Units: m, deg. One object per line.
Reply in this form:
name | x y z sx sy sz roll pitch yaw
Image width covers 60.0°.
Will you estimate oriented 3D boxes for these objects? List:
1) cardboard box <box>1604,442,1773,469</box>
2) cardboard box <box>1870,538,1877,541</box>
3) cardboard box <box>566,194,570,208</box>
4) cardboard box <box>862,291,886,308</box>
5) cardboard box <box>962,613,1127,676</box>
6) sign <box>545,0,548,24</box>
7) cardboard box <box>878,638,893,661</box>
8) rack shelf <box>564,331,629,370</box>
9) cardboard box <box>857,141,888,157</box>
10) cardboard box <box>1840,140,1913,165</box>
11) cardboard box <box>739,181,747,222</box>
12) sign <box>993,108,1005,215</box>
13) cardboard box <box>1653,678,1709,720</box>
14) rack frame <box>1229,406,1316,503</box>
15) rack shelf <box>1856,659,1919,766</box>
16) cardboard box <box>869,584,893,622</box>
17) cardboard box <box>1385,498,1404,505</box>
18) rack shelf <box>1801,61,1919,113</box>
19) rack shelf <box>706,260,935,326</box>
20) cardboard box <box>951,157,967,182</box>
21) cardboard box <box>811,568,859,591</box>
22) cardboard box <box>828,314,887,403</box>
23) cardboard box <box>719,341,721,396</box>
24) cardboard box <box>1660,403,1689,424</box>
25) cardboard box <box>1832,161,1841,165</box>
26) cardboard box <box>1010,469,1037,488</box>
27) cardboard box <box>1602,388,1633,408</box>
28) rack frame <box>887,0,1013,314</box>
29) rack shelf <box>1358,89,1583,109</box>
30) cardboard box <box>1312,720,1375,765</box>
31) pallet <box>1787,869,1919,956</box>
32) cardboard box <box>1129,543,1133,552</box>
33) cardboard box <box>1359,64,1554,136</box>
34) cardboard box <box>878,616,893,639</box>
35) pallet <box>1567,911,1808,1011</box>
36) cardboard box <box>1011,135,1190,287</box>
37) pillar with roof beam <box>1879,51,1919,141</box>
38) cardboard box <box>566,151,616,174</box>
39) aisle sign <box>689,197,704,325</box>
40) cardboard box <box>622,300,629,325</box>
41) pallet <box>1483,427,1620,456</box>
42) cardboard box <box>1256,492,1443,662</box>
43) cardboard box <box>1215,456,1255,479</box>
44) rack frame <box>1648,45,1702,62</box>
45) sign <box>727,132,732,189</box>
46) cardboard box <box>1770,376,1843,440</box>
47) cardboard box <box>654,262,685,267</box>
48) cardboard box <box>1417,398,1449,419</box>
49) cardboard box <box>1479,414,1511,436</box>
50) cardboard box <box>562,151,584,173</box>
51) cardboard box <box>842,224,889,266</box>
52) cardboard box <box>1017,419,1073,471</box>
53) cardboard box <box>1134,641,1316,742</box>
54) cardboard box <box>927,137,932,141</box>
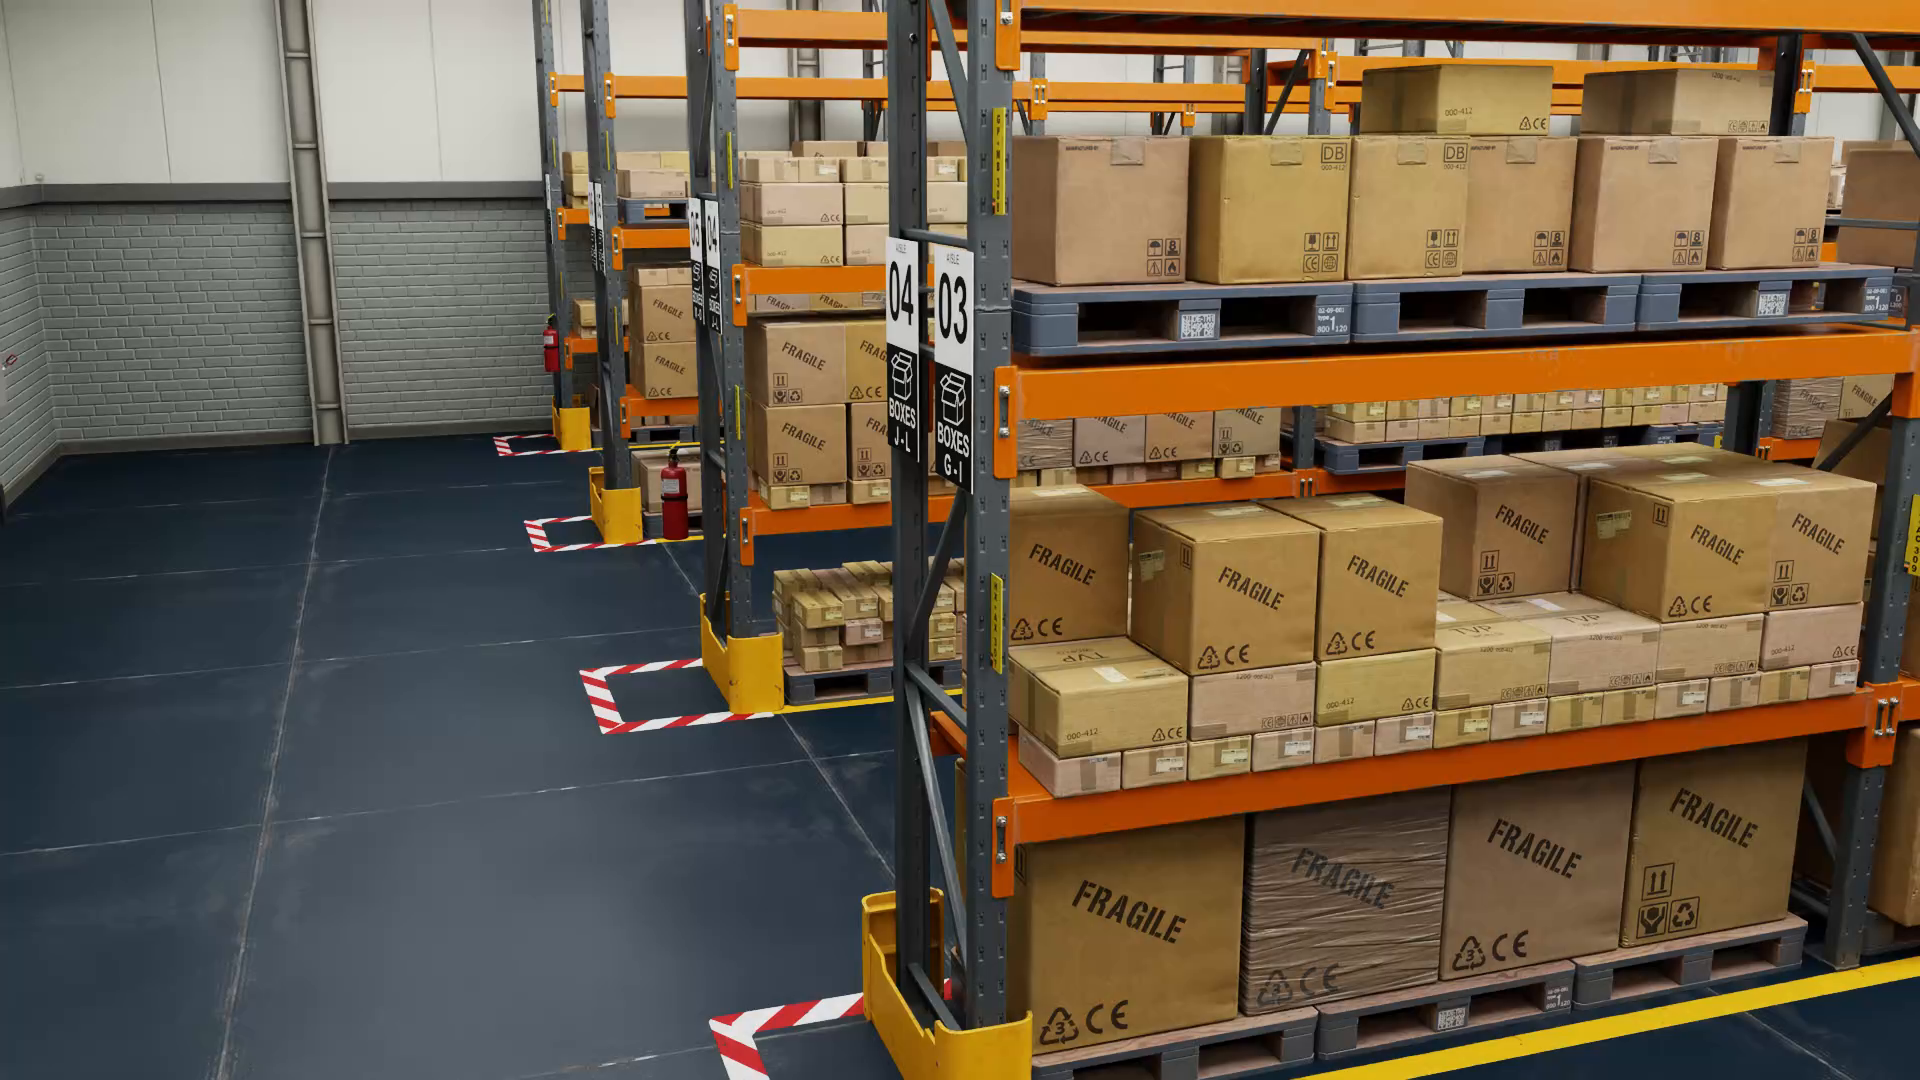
cardboard box | 3.206 -0.136 7.400 0.500 0.500 0.500 -4 14 -18
cardboard box | 4.098 0.178 7.802 0.500 0.500 0.500 -4 14 -18
cardboard box | -4.568 -4.057 19.883 0.250 0.149 0.380 -4 14 -17
cardboard box | -0.741 -2.216 15.709 0.500 0.500 0.500 -4 14 -17
cardboard box | 0.325 0.451 6.553 0.500 0.250 0.500 -5 14 -19
sign | -4.624 -5.938 18.577 0.005 0.325 0.100 -4 14 -18
cardboard box | -0.482 0.678 11.169 0.250 0.149 0.380 -4 14 -17
rack shelf | -2.901 -2.443 20.592 4.000 0.370 1.077 -4 14 -18
cardboard box | -0.687 -3.508 15.687 0.637 0.503 0.797 -3 14 -14
cardboard box | 7.605 -3.020 13.641 0.500 0.500 0.500 -4 14 -18
cardboard box | -1.180 -2.198 10.770 0.500 0.250 0.500 -5 14 -20
sign | 0.122 -1.184 5.204 0.005 0.325 0.100 -4 14 -18
cardboard box | 2.826 0.595 6.809 0.250 0.149 0.380 -4 14 -17
rack frame | 2.255 -0.774 12.021 0.127 3.000 1.000 -4 14 -18
rack shelf | 5.637 0.524 8.120 4.000 0.370 1.077 -4 14 -18
cardboard box | -0.428 0.413 10.998 0.250 0.149 0.380 -4 14 -18
cardboard box | 3.040 -0.123 12.161 0.500 0.250 0.500 -5 14 -21
rack shelf | 7.942 -3.591 13.318 4.000 0.370 1.077 -4 14 -18
rack shelf | 0.360 -1.735 11.137 4.000 0.370 1.077 -4 14 -18
cardboard box | 0.093 -2.354 10.562 0.250 0.149 0.380 -4 14 -16
cardboard box | -0.858 0.314 11.415 0.250 0.149 0.380 -4 14 -17
cardboard box | -0.549 -1.172 10.675 0.500 0.500 0.500 -4 14 -16
cardboard box | -2.193 -1.621 15.368 0.500 0.500 0.500 -5 14 -19
cardboard box | 5.246 -0.977 12.510 0.250 0.149 0.380 -4 14 -17
cardboard box | 9.782 -4.227 18.877 0.250 0.149 0.380 -5 14 -19
cardboard box | 0.338 -0.435 11.138 0.250 0.149 0.380 -4 14 -16
cardboard box | 4.748 -1.083 12.314 0.250 0.149 0.380 -5 14 -18
rack frame | -0.050 -2.302 5.481 0.127 3.000 1.000 -4 14 -18
rack shelf | 6.267 -4.669 17.851 4.000 0.370 1.077 -4 14 -18
cardboard box | 1.365 0.709 6.331 0.250 0.149 0.380 -5 14 -19
pallet | 4.449 1.605 8.048 1.213 0.211 1.003 -4 14 -18
cardboard box | 1.359 0.136 12.163 0.250 0.149 0.380 -5 14 -19
cardboard box | 1.868 -1.656 6.287 0.500 0.250 0.500 -5 14 -20
cardboard box | -0.476 0.532 11.143 0.250 0.149 0.380 -4 14 -17
pallet | 2.996 1.717 7.575 1.213 0.211 1.003 -4 14 -18
cardboard box | 0.426 -1.194 5.967 0.500 0.500 0.700 -5 14 -21
pillar with roof beam | 16.480 -6.390 22.666 0.400 9.000 9.100 -4 14 -18
cardboard box | -4.296 -4.397 19.372 0.500 0.250 0.500 -5 14 -19
aisle sign | -1.701 -1.804 10.733 0.004 0.787 0.394 -4 14 -18
cardboard box | -3.803 -2.729 19.920 0.500 0.250 0.500 -4 14 -17
pallet | 4.183 -0.821 12.632 1.213 0.211 1.003 -4 14 -18
cardboard box | 1.454 0.127 6.293 0.500 0.500 0.500 -5 14 -20
cardboard box | 1.850 -0.536 11.565 0.250 0.149 0.380 -5 14 -20
rack frame | 10.367 -6.745 24.159 0.127 3.000 1.000 -4 14 -18
sign | -1.363 -2.244 9.831 0.005 0.325 0.100 -4 14 -18
cardboard box | 6.558 -1.092 13.141 0.500 0.500 0.500 -4 14 -17
cardboard box | -2.701 -2.502 15.507 0.250 0.149 0.380 -4 14 -17
cardboard box | 3.265 -0.967 11.828 0.250 0.149 0.380 -4 14 -17
cardboard box | 3.754 -0.861 12.021 0.250 0.149 0.380 -5 14 -21
cardboard box | -4.465 -4.513 19.862 0.500 0.250 0.500 -5 14 -20
cardboard box | -0.528 -1.880 10.513 0.500 0.250 0.500 -4 14 -16
cardboard box | 0.426 -0.762 11.112 0.500 0.500 0.500 -5 14 -20
cardboard box | 0.982 0.529 6.226 0.500 0.250 0.500 -5 14 -19
cardboard box | -0.498 -4.941 20.940 0.258 0.266 0.396 -4 14 -18
